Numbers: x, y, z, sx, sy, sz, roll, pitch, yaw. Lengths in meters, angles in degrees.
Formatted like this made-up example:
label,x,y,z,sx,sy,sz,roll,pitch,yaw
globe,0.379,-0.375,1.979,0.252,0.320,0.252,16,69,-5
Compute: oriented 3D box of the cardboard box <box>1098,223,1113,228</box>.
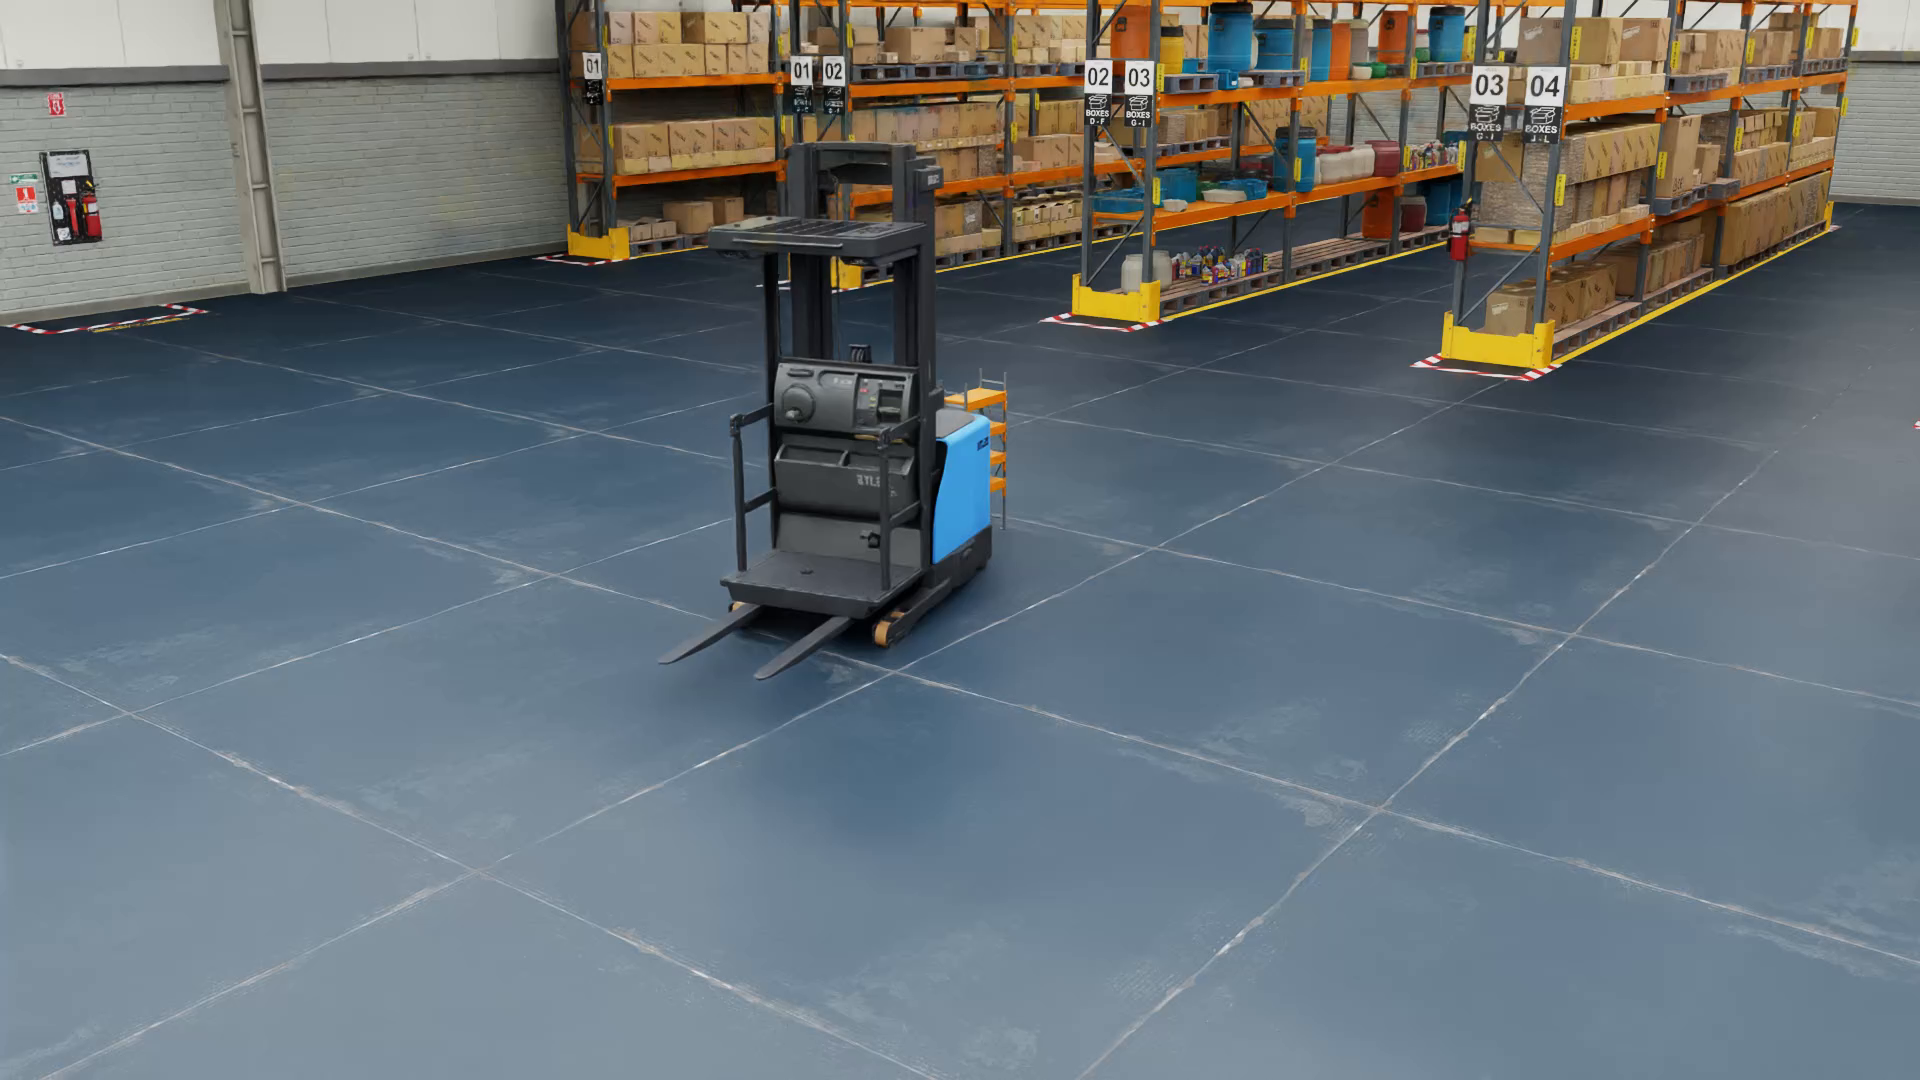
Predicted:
label,x,y,z,sx,sy,sz,roll,pitch,yaw
cardboard box,2.376,-5.686,29.423,0.500,0.250,0.500,12,21,34

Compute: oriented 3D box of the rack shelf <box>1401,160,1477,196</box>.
label,x,y,z,sx,sy,sz,roll,pitch,yaw
rack shelf,7.965,-6.347,28.836,1.077,0.370,4.000,12,21,35

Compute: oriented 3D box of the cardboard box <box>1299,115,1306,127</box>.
label,x,y,z,sx,sy,sz,roll,pitch,yaw
cardboard box,6.908,-8.646,34.860,0.500,0.500,0.500,13,21,35

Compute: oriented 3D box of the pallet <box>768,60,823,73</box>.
label,x,y,z,sx,sy,sz,roll,pitch,yaw
pallet,-3.113,-8.483,29.761,1.213,0.211,1.003,12,21,35

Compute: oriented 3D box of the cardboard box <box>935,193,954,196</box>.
label,x,y,z,sx,sy,sz,roll,pitch,yaw
cardboard box,-0.639,-7.290,33.579,0.750,0.750,0.750,12,21,34

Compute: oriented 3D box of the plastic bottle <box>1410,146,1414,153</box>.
label,x,y,z,sx,sy,sz,roll,pitch,yaw
plastic bottle,7.885,-6.789,29.256,0.152,0.276,0.135,12,21,35

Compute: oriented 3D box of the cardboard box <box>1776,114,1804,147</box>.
label,x,y,z,sx,sy,sz,roll,pitch,yaw
cardboard box,13.625,-6.789,27.534,0.500,0.500,0.500,12,21,35

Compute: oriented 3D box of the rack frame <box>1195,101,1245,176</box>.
label,x,y,z,sx,sy,sz,roll,pitch,yaw
rack frame,5.181,-8.043,33.085,1.000,3.000,0.127,12,21,35

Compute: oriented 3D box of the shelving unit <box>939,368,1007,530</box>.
label,x,y,z,sx,sy,sz,roll,pitch,yaw
shelving unit,0.099,-0.612,12.193,0.258,1.200,0.503,12,21,35

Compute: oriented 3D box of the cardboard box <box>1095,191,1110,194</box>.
label,x,y,z,sx,sy,sz,roll,pitch,yaw
cardboard box,2.683,-6.077,29.738,0.500,0.311,0.500,13,22,36

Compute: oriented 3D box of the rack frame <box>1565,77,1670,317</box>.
label,x,y,z,sx,sy,sz,roll,pitch,yaw
rack frame,8.368,-4.386,21.309,1.000,3.000,0.127,12,21,35

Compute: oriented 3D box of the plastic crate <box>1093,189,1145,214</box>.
label,x,y,z,sx,sy,sz,roll,pitch,yaw
plastic crate,2.065,-4.409,21.636,0.499,0.251,0.616,12,21,35

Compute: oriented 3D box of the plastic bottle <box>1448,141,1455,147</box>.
label,x,y,z,sx,sy,sz,roll,pitch,yaw
plastic bottle,8.646,-6.848,29.320,0.144,0.351,0.185,12,21,35

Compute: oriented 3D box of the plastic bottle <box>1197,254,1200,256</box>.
label,x,y,z,sx,sy,sz,roll,pitch,yaw
plastic bottle,3.406,-3.963,23.805,0.097,0.271,0.097,0,17,0

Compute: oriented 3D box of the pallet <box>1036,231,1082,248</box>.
label,x,y,z,sx,sy,sz,roll,pitch,yaw
pallet,1.548,-5.280,28.890,1.003,0.211,1.213,12,21,35

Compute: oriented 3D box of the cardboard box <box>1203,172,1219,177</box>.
label,x,y,z,sx,sy,sz,roll,pitch,yaw
cardboard box,5.293,-7.245,33.989,0.500,0.500,0.500,12,21,35

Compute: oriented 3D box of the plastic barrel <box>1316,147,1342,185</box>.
label,x,y,z,sx,sy,sz,roll,pitch,yaw
plastic barrel,5.573,-5.690,25.279,0.433,0.535,0.433,0,17,0

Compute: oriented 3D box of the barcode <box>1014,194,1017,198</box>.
label,x,y,z,sx,sy,sz,roll,pitch,yaw
barcode,0.901,-5.599,27.071,0.001,0.075,0.075,12,21,35

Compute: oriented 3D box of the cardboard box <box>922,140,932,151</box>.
label,x,y,z,sx,sy,sz,roll,pitch,yaw
cardboard box,-0.646,-5.963,25.127,0.380,0.149,0.250,13,21,35

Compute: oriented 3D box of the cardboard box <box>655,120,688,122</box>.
label,x,y,z,sx,sy,sz,roll,pitch,yaw
cardboard box,-4.927,-6.867,28.253,0.500,0.500,0.500,13,21,35

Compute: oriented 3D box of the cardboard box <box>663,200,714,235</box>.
label,x,y,z,sx,sy,sz,roll,pitch,yaw
cardboard box,-4.648,-5.526,28.454,0.700,0.500,0.500,11,20,31

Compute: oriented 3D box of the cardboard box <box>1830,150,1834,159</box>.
label,x,y,z,sx,sy,sz,roll,pitch,yaw
cardboard box,15.570,-6.981,30.090,0.380,0.149,0.250,13,21,36

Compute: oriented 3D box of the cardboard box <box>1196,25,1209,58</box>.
label,x,y,z,sx,sy,sz,roll,pitch,yaw
cardboard box,4.442,-9.501,31.678,0.600,0.600,0.600,12,21,34

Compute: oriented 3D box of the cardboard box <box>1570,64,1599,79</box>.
label,x,y,z,sx,sy,sz,roll,pitch,yaw
cardboard box,6.838,-5.188,18.415,0.380,0.149,0.250,13,22,37

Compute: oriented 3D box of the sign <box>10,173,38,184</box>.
label,x,y,z,sx,sy,sz,roll,pitch,yaw
sign,-11.708,-4.524,20.800,0.001,0.109,0.331,12,21,35

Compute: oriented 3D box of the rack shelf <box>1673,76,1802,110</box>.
label,x,y,z,sx,sy,sz,roll,pitch,yaw
rack shelf,11.943,-6.904,25.573,1.077,0.370,4.000,12,21,35

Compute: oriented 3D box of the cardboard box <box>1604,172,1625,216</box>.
label,x,y,z,sx,sy,sz,roll,pitch,yaw
cardboard box,7.507,-4.230,20.136,0.875,0.500,0.500,12,21,35

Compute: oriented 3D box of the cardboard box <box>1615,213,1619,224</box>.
label,x,y,z,sx,sy,sz,roll,pitch,yaw
cardboard box,7.808,-3.940,20.299,0.380,0.149,0.250,12,21,35

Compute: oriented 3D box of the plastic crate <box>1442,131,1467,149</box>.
label,x,y,z,sx,sy,sz,roll,pitch,yaw
plastic crate,9.161,-7.359,30.809,0.392,0.384,0.575,12,21,35

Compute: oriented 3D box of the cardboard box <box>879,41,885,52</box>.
label,x,y,z,sx,sy,sz,roll,pitch,yaw
cardboard box,-1.163,-7.295,24.826,0.500,0.311,0.500,16,23,41

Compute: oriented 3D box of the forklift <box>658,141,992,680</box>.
label,x,y,z,sx,sy,sz,roll,pitch,yaw
forklift,-0.806,-0.882,10.142,1.130,2.935,3.031,7,19,21

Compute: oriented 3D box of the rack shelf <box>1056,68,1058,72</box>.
label,x,y,z,sx,sy,sz,roll,pitch,yaw
rack shelf,2.392,-10.482,37.097,1.077,0.370,4.000,12,21,35

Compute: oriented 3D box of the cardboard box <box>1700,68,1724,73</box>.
label,x,y,z,sx,sy,sz,roll,pitch,yaw
cardboard box,10.079,-6.303,22.679,0.500,0.250,0.500,13,22,36

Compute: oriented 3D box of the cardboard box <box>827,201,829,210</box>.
label,x,y,z,sx,sy,sz,roll,pitch,yaw
cardboard box,-2.874,-6.338,31.069,0.700,0.500,0.500,12,21,34

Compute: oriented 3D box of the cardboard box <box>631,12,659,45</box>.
label,x,y,z,sx,sy,sz,roll,pitch,yaw
cardboard box,-5.186,-8.186,26.599,0.500,0.500,0.500,12,21,34

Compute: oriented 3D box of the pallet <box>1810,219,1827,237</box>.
label,x,y,z,sx,sy,sz,roll,pitch,yaw
pallet,15.104,-5.708,30.269,1.003,0.211,1.213,12,21,35

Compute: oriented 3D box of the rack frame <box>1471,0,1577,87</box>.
label,x,y,z,sx,sy,sz,roll,pitch,yaw
rack frame,5.984,-6.298,17.352,1.000,3.000,0.127,12,21,35

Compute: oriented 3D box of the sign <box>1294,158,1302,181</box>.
label,x,y,z,sx,sy,sz,roll,pitch,yaw
sign,4.825,-5.293,23.765,0.100,0.325,0.005,12,21,35

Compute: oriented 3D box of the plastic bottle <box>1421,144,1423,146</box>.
label,x,y,z,sx,sy,sz,roll,pitch,yaw
plastic bottle,8.266,-6.952,29.790,0.097,0.271,0.097,0,17,0

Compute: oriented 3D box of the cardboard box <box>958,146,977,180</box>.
label,x,y,z,sx,sy,sz,roll,pitch,yaw
cardboard box,-0.154,-5.951,26.182,0.700,0.500,0.500,12,21,34

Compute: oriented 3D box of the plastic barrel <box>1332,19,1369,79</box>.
label,x,y,z,sx,sy,sz,roll,pitch,yaw
plastic barrel,6.110,-7.728,26.170,0.600,0.901,0.600,0,17,0

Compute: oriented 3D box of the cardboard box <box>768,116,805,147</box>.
label,x,y,z,sx,sy,sz,roll,pitch,yaw
cardboard box,-3.236,-7.385,30.056,0.700,0.500,0.500,12,21,35

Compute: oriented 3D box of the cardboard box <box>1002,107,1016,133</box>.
label,x,y,z,sx,sy,sz,roll,pitch,yaw
cardboard box,0.832,-8.839,34.945,0.500,0.500,0.500,13,21,35

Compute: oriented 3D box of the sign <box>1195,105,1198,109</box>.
label,x,y,z,sx,sy,sz,roll,pitch,yaw
sign,4.741,-8.550,33.259,0.100,0.325,0.005,12,21,35

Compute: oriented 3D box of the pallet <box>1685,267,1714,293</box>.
label,x,y,z,sx,sy,sz,roll,pitch,yaw
pallet,10.284,-3.821,24.192,1.003,0.211,1.213,12,21,35

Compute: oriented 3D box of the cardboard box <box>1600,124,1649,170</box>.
label,x,y,z,sx,sy,sz,roll,pitch,yaw
cardboard box,8.024,-4.778,20.216,0.500,0.500,0.500,12,21,35

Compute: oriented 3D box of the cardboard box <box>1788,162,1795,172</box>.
label,x,y,z,sx,sy,sz,roll,pitch,yaw
cardboard box,13.578,-6.183,27.520,0.380,0.149,0.250,12,21,35

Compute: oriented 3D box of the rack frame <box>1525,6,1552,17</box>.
label,x,y,z,sx,sy,sz,roll,pitch,yaw
rack frame,11.540,-10.984,32.442,1.000,3.000,0.127,12,21,35

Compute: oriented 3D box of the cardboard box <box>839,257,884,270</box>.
label,x,y,z,sx,sy,sz,roll,pitch,yaw
cardboard box,-1.471,-4.160,24.511,0.500,0.250,0.500,12,21,35

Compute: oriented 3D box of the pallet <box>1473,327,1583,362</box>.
label,x,y,z,sx,sy,sz,roll,pitch,yaw
pallet,6.542,-2.307,19.316,1.003,0.211,1.213,12,21,35

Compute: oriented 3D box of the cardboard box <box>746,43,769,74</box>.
label,x,y,z,sx,sy,sz,roll,pitch,yaw
cardboard box,-3.670,-8.337,28.772,0.500,0.500,0.500,13,22,36

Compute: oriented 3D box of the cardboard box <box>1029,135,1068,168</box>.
label,x,y,z,sx,sy,sz,roll,pitch,yaw
cardboard box,1.497,-6.610,28.302,0.500,0.500,0.500,12,21,35

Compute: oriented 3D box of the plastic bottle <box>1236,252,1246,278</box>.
label,x,y,z,sx,sy,sz,roll,pitch,yaw
plastic bottle,3.931,-3.879,23.402,0.144,0.351,0.185,12,21,34

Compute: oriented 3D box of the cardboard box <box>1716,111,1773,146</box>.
label,x,y,z,sx,sy,sz,roll,pitch,yaw
cardboard box,12.342,-6.503,26.267,0.797,0.503,0.637,13,21,35

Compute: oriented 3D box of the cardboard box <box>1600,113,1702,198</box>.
label,x,y,z,sx,sy,sz,roll,pitch,yaw
cardboard box,8.954,-5.037,21.688,1.000,1.000,1.000,13,21,35

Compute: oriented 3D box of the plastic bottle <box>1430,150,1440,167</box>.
label,x,y,z,sx,sy,sz,roll,pitch,yaw
plastic bottle,8.117,-6.531,28.426,0.152,0.276,0.135,12,21,35

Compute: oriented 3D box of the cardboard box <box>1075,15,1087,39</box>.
label,x,y,z,sx,sy,sz,roll,pitch,yaw
cardboard box,2.442,-11.247,36.457,0.500,0.500,0.500,13,21,35
